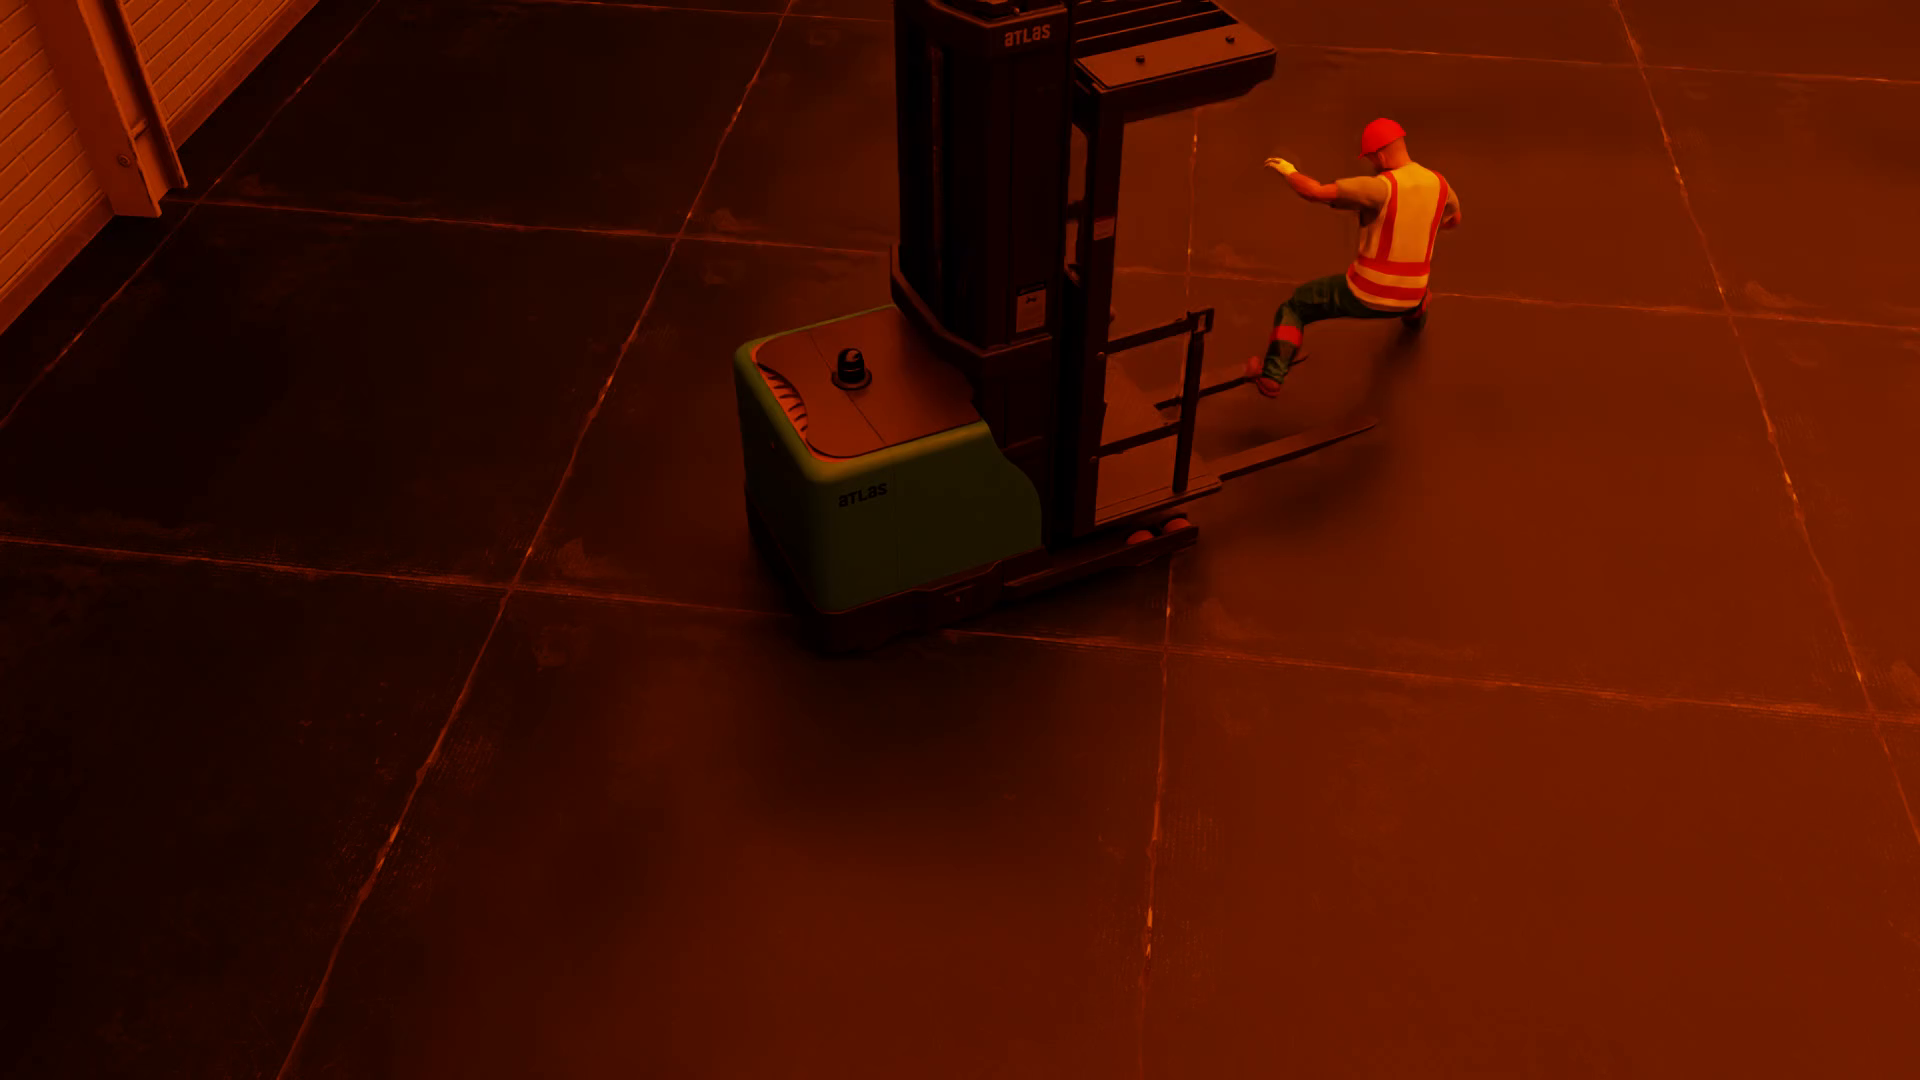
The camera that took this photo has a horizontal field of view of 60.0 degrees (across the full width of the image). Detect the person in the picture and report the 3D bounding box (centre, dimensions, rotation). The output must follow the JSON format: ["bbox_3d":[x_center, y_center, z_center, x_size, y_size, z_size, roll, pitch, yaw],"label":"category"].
[{"bbox_3d":[2.035,-1.425,8.398,1.272,1.433,0.905,-7,43,-8],"label":"person"}]

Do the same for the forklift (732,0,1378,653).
[{"bbox_3d":[0.553,-1.267,7.104,3.031,2.935,1.130,-18,45,-18],"label":"forklift"}]
